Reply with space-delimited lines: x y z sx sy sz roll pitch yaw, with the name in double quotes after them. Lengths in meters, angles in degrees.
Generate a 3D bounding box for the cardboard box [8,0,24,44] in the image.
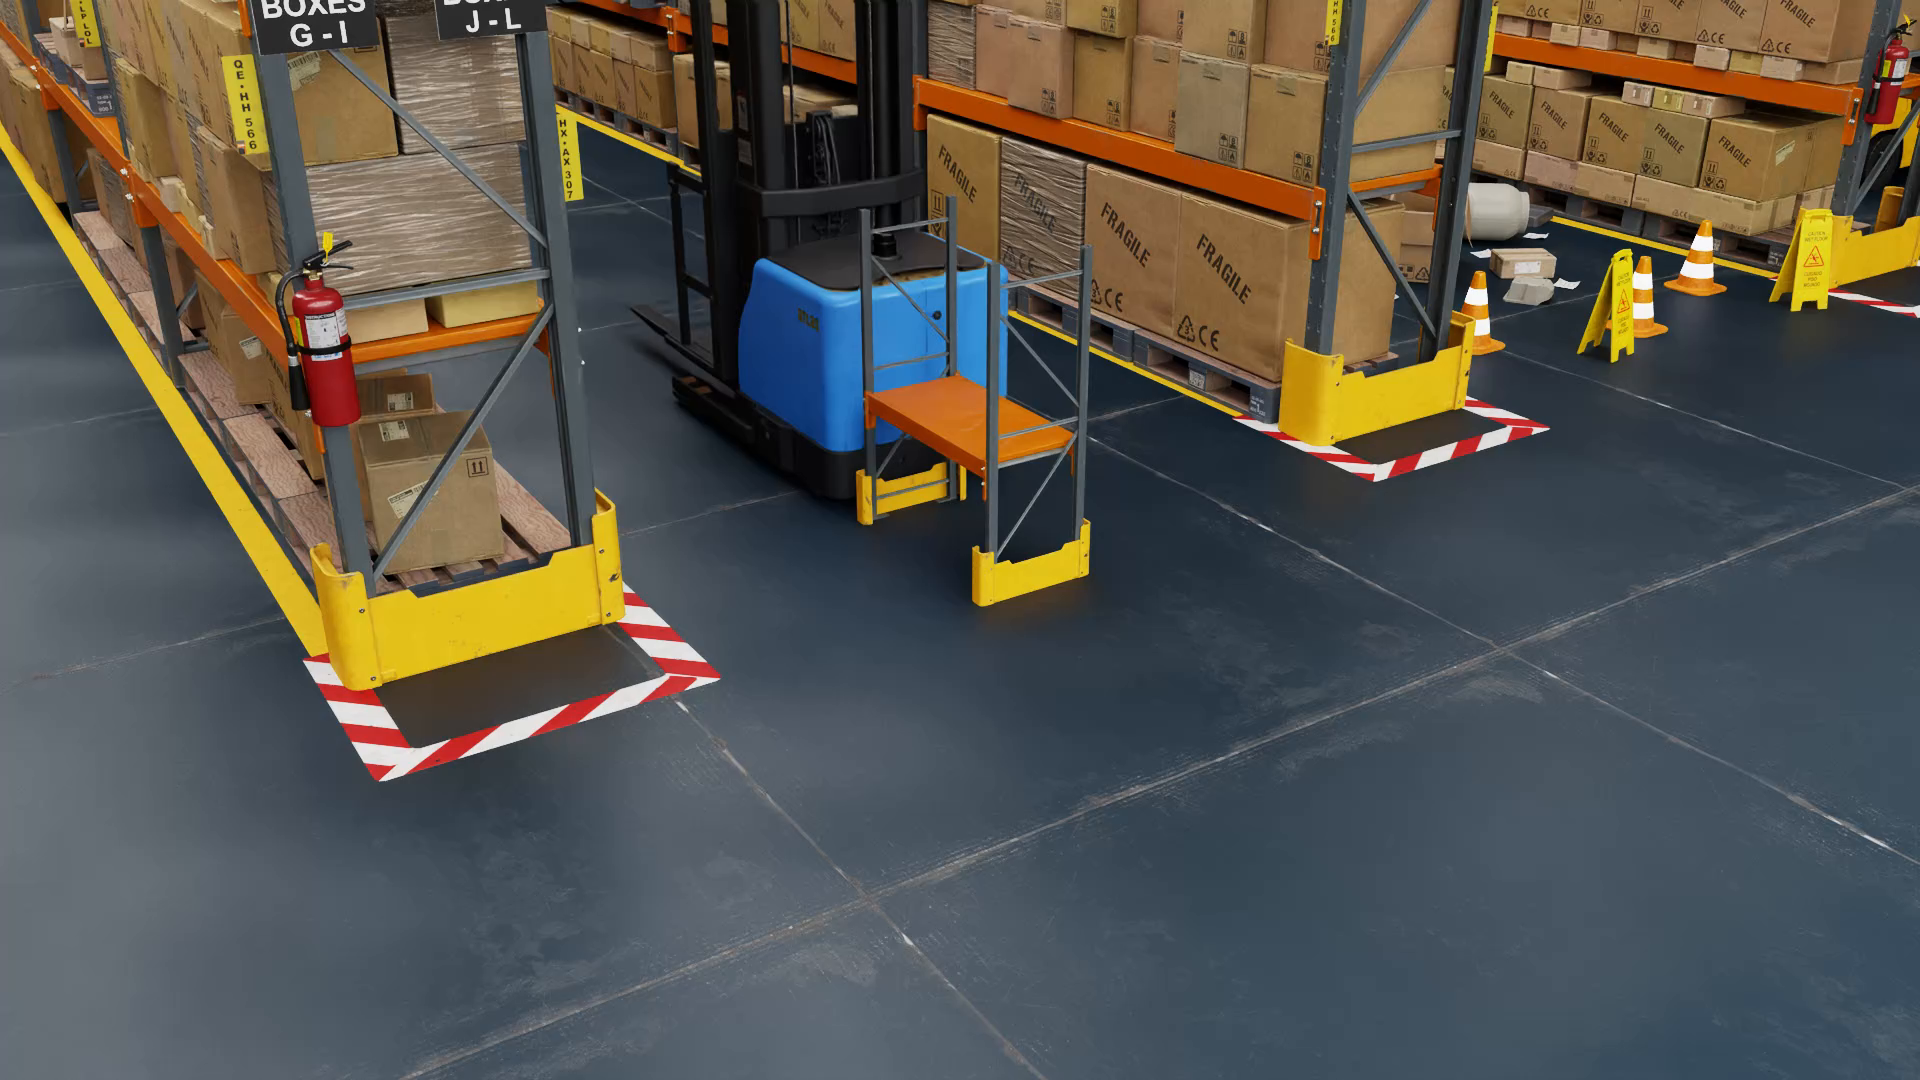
-7.052 -4.132 12.871 0.500 0.500 0.500 -16 30 -30 "cardboard box"

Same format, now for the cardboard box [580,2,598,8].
-3.662 -5.530 17.507 0.500 0.250 0.500 -16 30 -31 "cardboard box"

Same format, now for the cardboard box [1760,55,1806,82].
5.748 -3.271 11.460 0.380 0.149 0.250 -16 30 -30 "cardboard box"

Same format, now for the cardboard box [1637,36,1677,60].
5.222 -3.647 12.257 0.380 0.149 0.250 -16 30 -30 "cardboard box"

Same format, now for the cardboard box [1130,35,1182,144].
1.511 -2.657 9.690 0.875 0.550 0.550 -16 29 -30 "cardboard box"

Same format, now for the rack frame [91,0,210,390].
-4.124 -2.357 9.230 1.000 3.000 0.127 -16 29 -30 "rack frame"

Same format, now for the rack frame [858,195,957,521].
-0.231 -0.830 7.750 0.500 1.500 0.032 -16 29 -30 "rack frame"

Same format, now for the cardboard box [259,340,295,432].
-3.216 -0.858 8.489 0.500 0.500 0.500 -19 31 -34 "cardboard box"

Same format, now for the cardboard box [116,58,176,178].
-3.687 -2.175 8.377 0.875 0.500 0.500 -16 29 -30 "cardboard box"

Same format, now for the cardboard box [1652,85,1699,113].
5.315 -3.247 12.205 0.380 0.149 0.250 -15 29 -29 "cardboard box"

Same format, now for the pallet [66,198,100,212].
-6.675 -2.826 13.490 1.003 0.211 1.213 -16 29 -30 "pallet"

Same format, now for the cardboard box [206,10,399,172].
-2.448 -1.698 6.195 0.500 0.500 0.500 -16 29 -30 "cardboard box"

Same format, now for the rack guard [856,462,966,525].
-0.230 -0.264 8.016 0.587 0.250 0.087 -16 29 -30 "rack guard"

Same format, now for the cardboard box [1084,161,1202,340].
1.363 -1.817 10.082 0.875 0.875 0.875 -16 30 -30 "cardboard box"

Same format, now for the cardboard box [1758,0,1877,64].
5.835 -3.546 11.281 0.500 0.500 0.500 -16 30 -30 "cardboard box"

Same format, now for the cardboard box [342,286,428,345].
-2.269 -0.867 6.367 0.380 0.149 0.250 -16 29 -30 "cardboard box"

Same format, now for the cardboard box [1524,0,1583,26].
4.742 -4.267 12.810 0.500 0.500 0.500 -16 30 -30 "cardboard box"

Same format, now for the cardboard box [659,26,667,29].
-2.547 -4.791 15.942 0.500 0.250 0.500 -16 30 -30 "cardboard box"

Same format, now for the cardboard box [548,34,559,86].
-4.099 -5.072 17.416 0.500 0.500 0.500 -14 29 -28 "cardboard box"

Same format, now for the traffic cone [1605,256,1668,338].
4.303 -1.562 10.516 0.336 0.463 0.334 -16 29 -30 "traffic cone"

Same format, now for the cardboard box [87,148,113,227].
-5.925 -2.622 12.202 0.700 0.500 0.500 -17 30 -32 "cardboard box"

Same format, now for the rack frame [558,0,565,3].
-4.280 -6.338 17.663 1.000 3.000 0.127 -16 29 -30 "rack frame"

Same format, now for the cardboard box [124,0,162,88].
-3.545 -2.411 7.708 0.500 0.500 0.500 -16 29 -30 "cardboard box"

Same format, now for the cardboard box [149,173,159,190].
-3.974 -1.921 8.600 0.380 0.149 0.250 -16 29 -30 "cardboard box"

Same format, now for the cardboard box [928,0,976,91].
0.298 -3.416 11.296 0.875 0.550 0.550 -16 29 -30 "cardboard box"

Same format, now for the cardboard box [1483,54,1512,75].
4.293 -3.913 13.616 0.380 0.149 0.250 -15 29 -29 "cardboard box"

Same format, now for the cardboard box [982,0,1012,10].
0.657 -3.724 10.683 0.875 0.550 0.550 -16 29 -30 "cardboard box"

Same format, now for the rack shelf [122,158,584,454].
-3.032 -1.317 7.868 1.077 0.370 4.000 -16 29 -30 "rack shelf"

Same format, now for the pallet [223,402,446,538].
-3.058 -0.427 8.408 1.003 0.211 1.213 -16 29 -30 "pallet"

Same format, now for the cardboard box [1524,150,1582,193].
4.868 -2.962 13.239 0.500 0.250 0.500 -16 30 -30 "cardboard box"

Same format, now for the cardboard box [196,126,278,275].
-2.591 -1.460 6.864 0.875 0.500 0.500 -16 29 -30 "cardboard box"

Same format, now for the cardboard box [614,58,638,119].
-2.955 -4.328 15.841 0.500 0.500 0.500 -14 29 -28 "cardboard box"

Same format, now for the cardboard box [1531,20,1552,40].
4.712 -4.015 13.035 0.380 0.149 0.250 -16 29 -30 "cardboard box"

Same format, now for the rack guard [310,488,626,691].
-1.982 0.177 6.790 1.175 0.500 0.348 -16 29 -30 "rack guard"

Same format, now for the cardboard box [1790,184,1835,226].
6.154 -2.535 12.336 0.500 0.250 0.500 -16 30 -30 "cardboard box"

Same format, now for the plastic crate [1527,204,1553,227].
4.349 -2.594 13.151 0.583 0.080 0.402 18 31 33 "plastic crate"

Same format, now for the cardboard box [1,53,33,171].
-7.147 -3.589 13.837 1.225 0.875 0.875 -15 29 -29 "cardboard box"

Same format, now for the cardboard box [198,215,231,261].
-3.176 -1.379 7.451 0.380 0.149 0.250 -16 29 -30 "cardboard box"

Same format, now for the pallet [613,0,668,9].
-2.575 -5.051 15.161 1.213 0.211 1.003 -16 29 -30 "pallet"

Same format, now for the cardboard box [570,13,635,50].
-3.531 -5.038 16.466 0.500 0.250 0.500 -14 29 -28 "cardboard box"

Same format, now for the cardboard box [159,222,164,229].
-4.686 -1.825 10.516 0.700 0.500 0.500 -16 29 -30 "cardboard box"

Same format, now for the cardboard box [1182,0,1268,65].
1.723 -2.919 8.980 0.875 0.550 0.550 -16 29 -30 "cardboard box"

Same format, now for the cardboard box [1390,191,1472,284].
3.283 -2.145 11.705 0.637 0.503 0.797 7 26 15 "cardboard box"

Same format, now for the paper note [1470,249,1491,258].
3.841 -2.101 12.179 0.148 0.019 0.142 -6 26 -12 "paper note"

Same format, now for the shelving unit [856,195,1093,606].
0.042 -0.651 7.372 0.587 1.500 1.083 -16 29 -30 "shelving unit"

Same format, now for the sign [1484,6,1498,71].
2.739 -2.601 8.639 0.100 0.325 0.005 -16 29 -30 "sign"

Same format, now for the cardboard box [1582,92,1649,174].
5.149 -3.115 12.686 0.500 0.500 0.500 -16 30 -31 "cardboard box"

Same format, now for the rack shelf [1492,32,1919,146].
5.271 -3.626 12.760 1.077 0.370 4.000 -16 29 -30 "rack shelf"

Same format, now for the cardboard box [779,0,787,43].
-1.253 -4.189 12.993 0.500 0.500 0.500 -16 30 -30 "cardboard box"

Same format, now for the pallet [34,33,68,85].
-5.829 -3.471 11.814 1.213 0.211 1.003 -16 29 -30 "pallet"

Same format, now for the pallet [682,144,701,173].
-1.730 -3.347 14.593 1.003 0.211 1.213 -16 29 -30 "pallet"

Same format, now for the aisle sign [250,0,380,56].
-2.158 -2.010 5.449 0.394 0.787 0.004 -16 29 -30 "aisle sign"

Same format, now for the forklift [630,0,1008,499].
-0.957 -2.104 8.774 1.130 2.935 3.031 -15 29 -29 "forklift"

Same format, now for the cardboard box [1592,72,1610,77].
5.006 -3.622 13.759 0.500 0.500 0.500 -15 29 -29 "cardboard box"

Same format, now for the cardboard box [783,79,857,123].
-0.851 -3.197 13.151 1.050 0.750 0.750 -16 29 -30 "cardboard box"
